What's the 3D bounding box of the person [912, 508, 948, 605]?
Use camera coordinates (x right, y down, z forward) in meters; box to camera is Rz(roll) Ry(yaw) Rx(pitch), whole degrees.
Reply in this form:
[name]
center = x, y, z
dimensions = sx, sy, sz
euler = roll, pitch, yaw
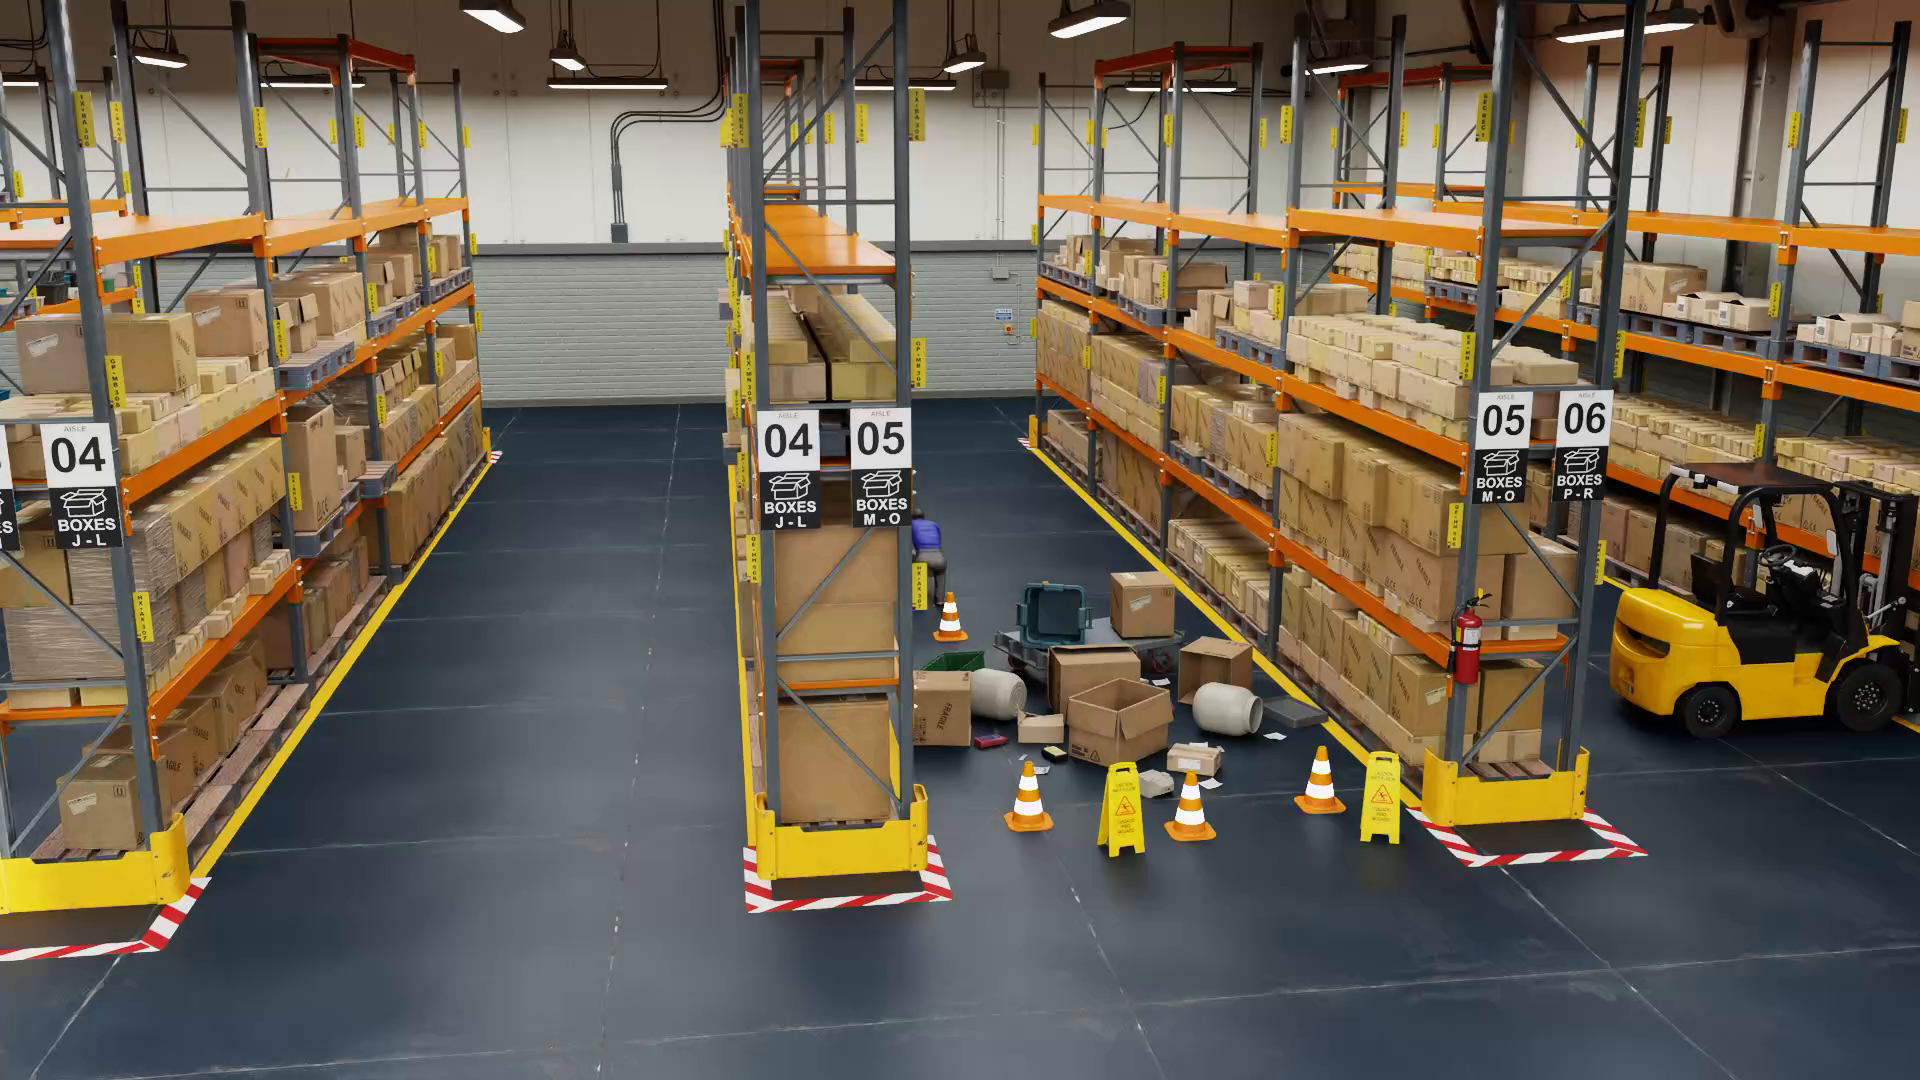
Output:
[person]
center = -0.394, 0.192, 18.164
dimensions = 0.488, 0.984, 0.796
euler = -2, 13, -9
